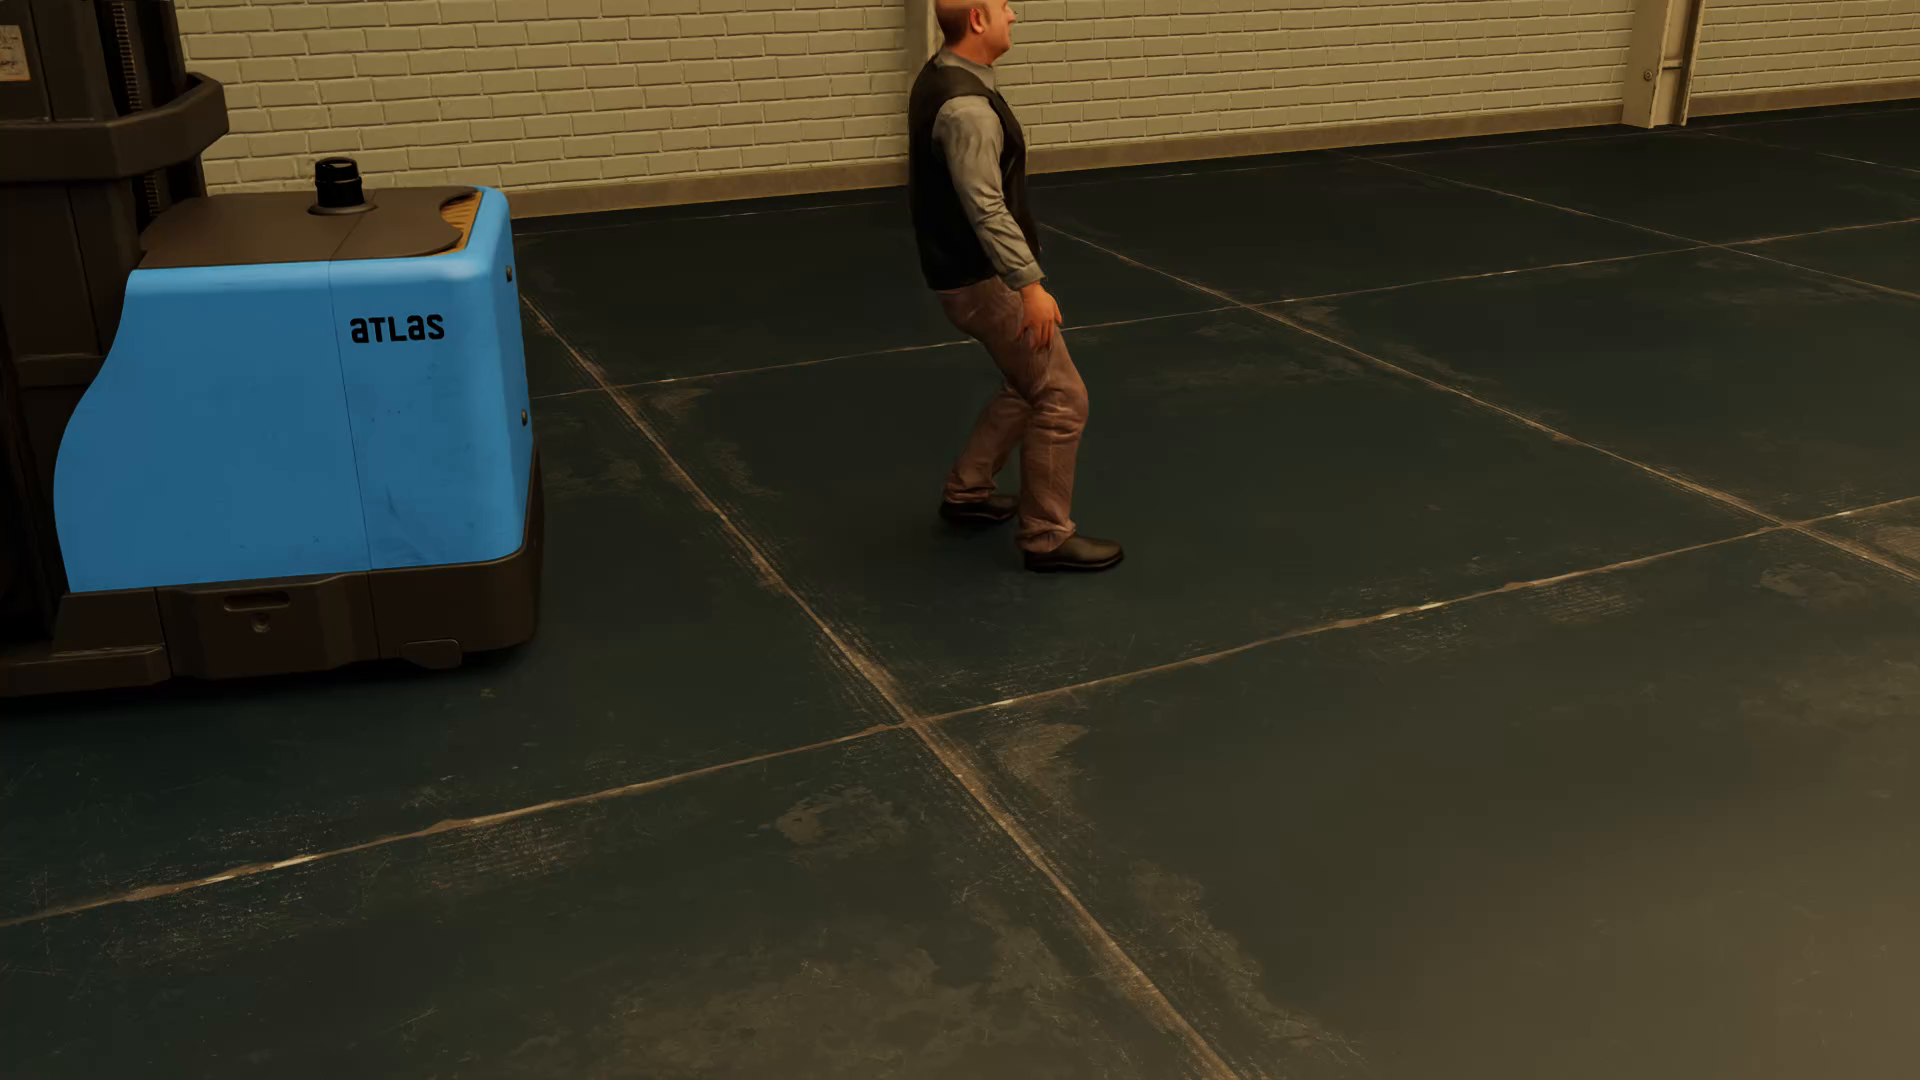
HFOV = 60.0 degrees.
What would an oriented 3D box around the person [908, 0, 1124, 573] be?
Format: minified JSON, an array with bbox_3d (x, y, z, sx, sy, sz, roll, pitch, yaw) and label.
[{"bbox_3d":[0.164,-0.768,4.792,0.610,1.666,0.717,-2,23,-5],"label":"person"}]

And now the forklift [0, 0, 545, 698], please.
[{"bbox_3d":[-2.679,-1.096,3.924,3.031,2.935,1.130,-4,23,-11],"label":"forklift"}]
